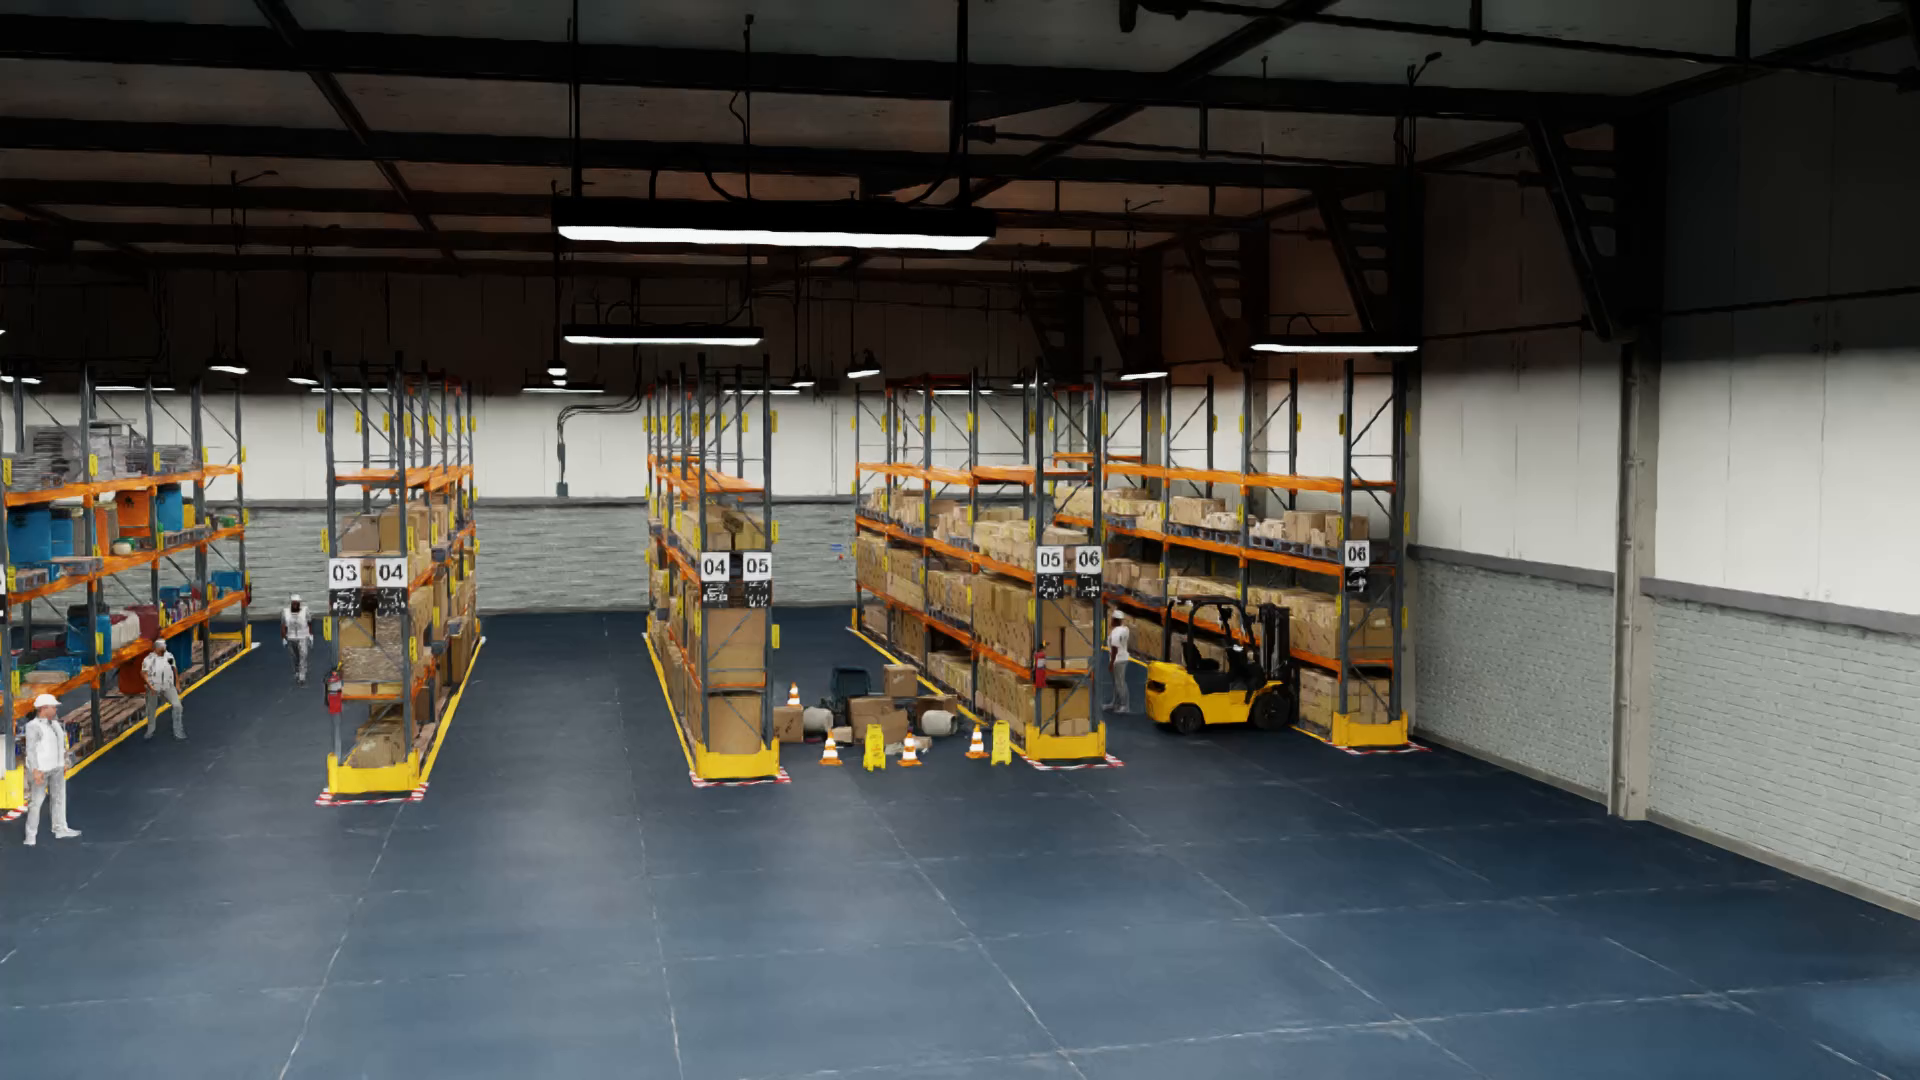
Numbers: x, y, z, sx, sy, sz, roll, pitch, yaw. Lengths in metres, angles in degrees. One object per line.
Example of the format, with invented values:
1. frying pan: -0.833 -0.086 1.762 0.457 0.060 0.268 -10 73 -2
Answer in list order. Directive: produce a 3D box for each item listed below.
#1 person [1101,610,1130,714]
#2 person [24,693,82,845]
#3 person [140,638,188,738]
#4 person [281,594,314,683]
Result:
1. person: 2.706 2.097 28.865 0.580 1.763 0.673 1 4 18
2. person: -10.938 2.720 19.914 0.461 1.776 0.618 1 4 10
3. person: -12.715 2.351 26.465 0.608 1.614 0.719 -3 5 -36
4. person: -12.892 1.889 32.308 0.566 1.706 1.122 -1 4 -10
